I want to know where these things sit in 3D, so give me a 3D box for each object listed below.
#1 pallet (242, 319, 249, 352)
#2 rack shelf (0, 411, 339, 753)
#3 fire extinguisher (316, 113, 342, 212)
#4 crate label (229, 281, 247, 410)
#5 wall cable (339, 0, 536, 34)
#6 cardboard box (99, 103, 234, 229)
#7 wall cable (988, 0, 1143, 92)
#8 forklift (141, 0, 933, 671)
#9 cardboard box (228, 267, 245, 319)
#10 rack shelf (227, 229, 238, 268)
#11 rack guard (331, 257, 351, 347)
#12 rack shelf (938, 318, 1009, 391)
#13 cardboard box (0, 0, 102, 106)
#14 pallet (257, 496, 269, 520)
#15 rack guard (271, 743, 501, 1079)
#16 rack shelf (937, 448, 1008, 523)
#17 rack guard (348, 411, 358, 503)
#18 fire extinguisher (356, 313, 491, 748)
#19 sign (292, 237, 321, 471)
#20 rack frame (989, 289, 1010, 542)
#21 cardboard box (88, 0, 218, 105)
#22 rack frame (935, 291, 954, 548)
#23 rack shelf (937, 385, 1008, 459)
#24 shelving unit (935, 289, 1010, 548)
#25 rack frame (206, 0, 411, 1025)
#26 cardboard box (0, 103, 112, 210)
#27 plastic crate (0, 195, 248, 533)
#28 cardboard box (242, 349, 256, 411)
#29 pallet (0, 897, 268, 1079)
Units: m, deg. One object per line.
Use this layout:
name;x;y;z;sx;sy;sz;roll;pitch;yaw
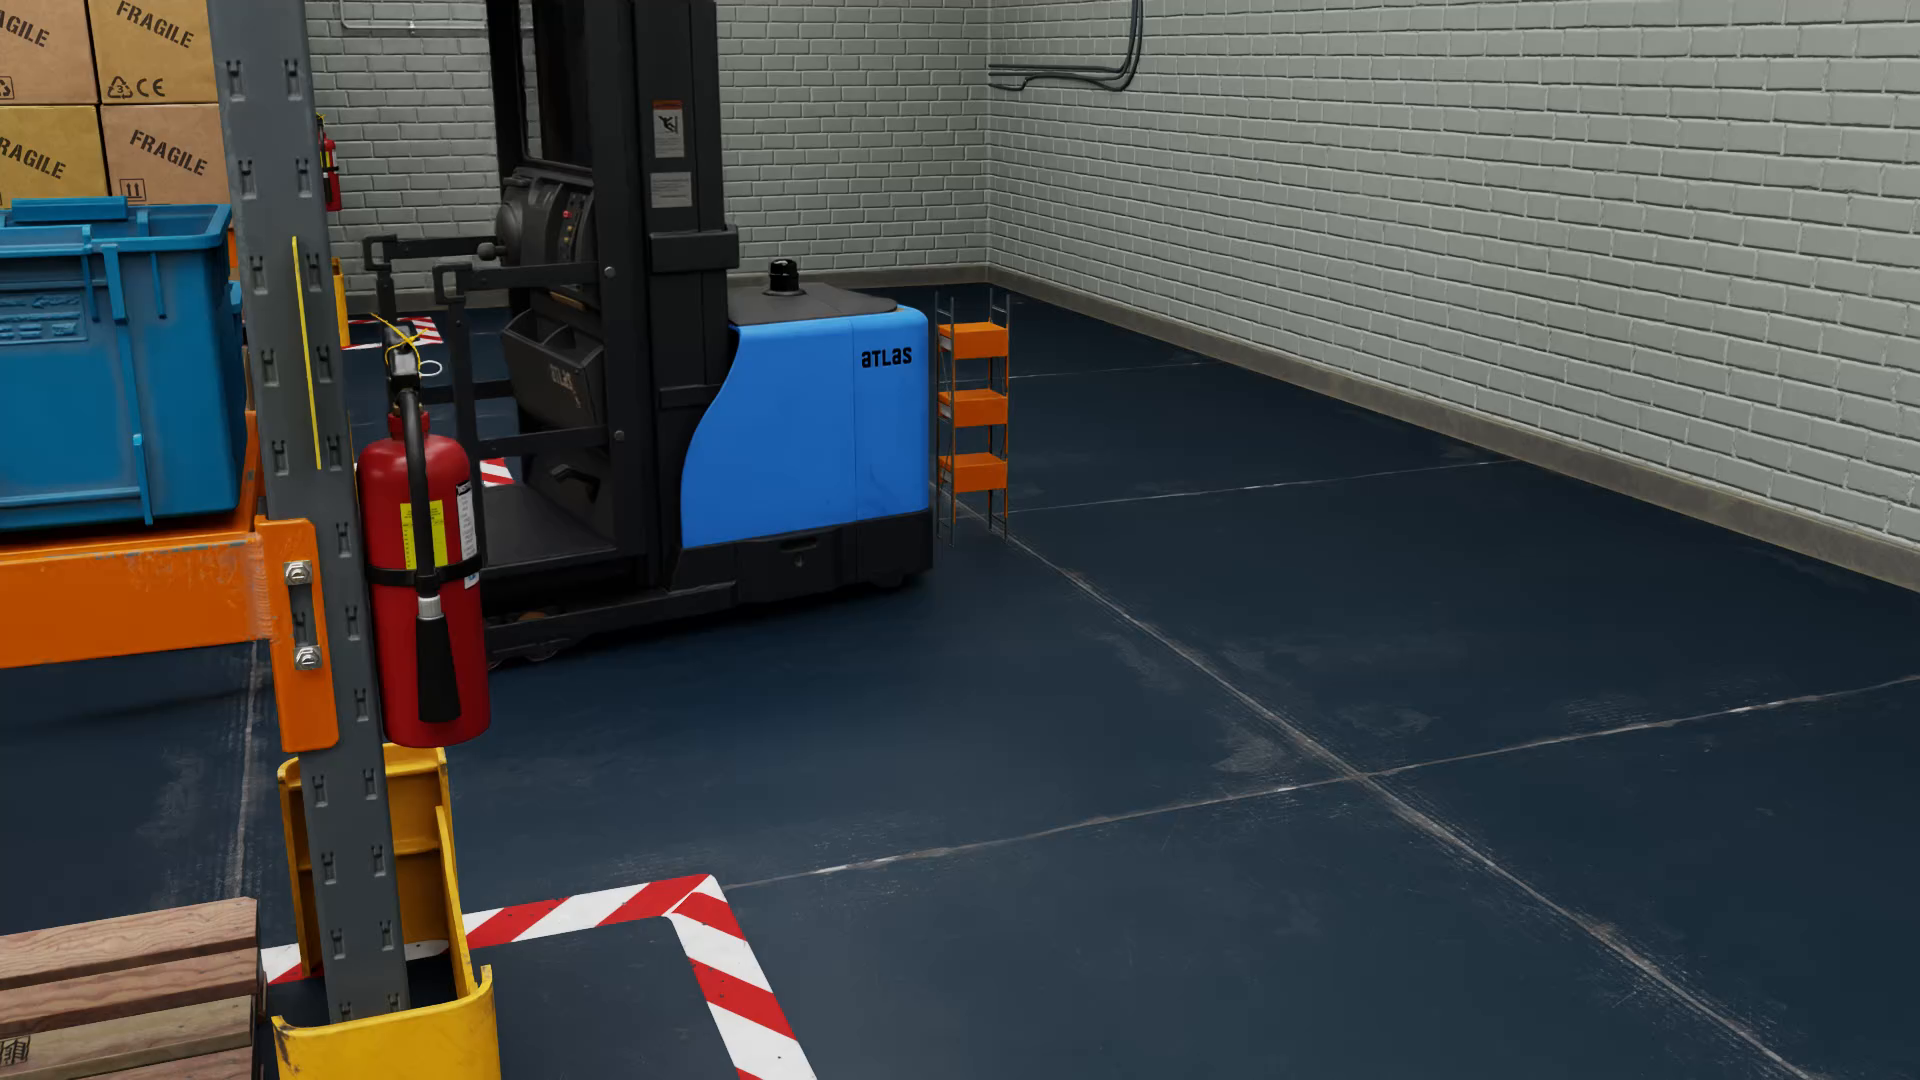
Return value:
pallet;-5.419;-1.501;11.836;1.213;0.211;1.003;-6;17;-20
rack shelf;-3.023;0.213;2.326;4.000;0.370;1.077;-6;17;-20
fire extinguisher;-4.394;-2.618;11.489;0.183;0.674;0.296;-6;17;-20
crate label;-1.503;-0.344;3.137;0.303;0.233;0.416;-6;17;-20
wall cable;-3.843;-3.806;12.932;1.851;1.984;0.084;-6;17;-20
cardboard box;-3.245;-1.569;6.939;0.500;0.500;0.500;-6;17;-18
wall cable;0.709;-4.805;13.002;0.112;2.526;3.097;-6;17;-20
forklift;-1.632;-1.134;5.757;3.031;2.935;1.130;-10;19;-30
cardboard box;-5.318;-1.846;11.751;0.500;0.500;0.700;-6;17;-20
rack shelf;-4.792;-1.091;6.765;4.000;0.370;1.077;-6;17;-20
rack guard;-4.678;-1.744;12.148;0.348;0.500;1.175;-6;17;-20
rack shelf;0.050;-0.771;6.892;0.240;0.259;0.215;-6;17;-20
cardboard box;-3.713;-1.997;6.622;0.500;0.500;0.500;-6;17;-19
pallet;-3.739;-0.211;7.443;1.213;0.211;1.003;-6;17;-20
rack guard;-1.137;0.860;3.284;0.348;0.500;1.175;-6;17;-20
rack shelf;0.050;-0.232;7.050;0.240;0.259;0.215;-6;17;-20
rack guard;-2.995;-0.430;7.677;0.348;0.500;1.175;-6;17;-20
fire extinguisher;-0.852;-0.013;2.619;0.183;0.674;0.296;-6;17;-20
sign;-0.943;-0.269;2.401;0.005;0.325;0.100;-6;17;-20
rack frame;0.164;-0.521;7.011;0.008;1.050;0.200;-6;17;-20
cardboard box;-3.241;-2.048;6.797;0.500;0.500;0.500;-6;18;-21
rack frame;-0.064;-0.497;6.927;0.008;1.050;0.200;-6;17;-20
rack shelf;0.050;-0.499;6.972;0.240;0.259;0.215;-6;17;-20
shelving unit;0.050;-0.509;6.969;0.252;1.050;0.215;-6;17;-20
rack frame;-1.155;-0.334;2.911;0.127;3.000;1.000;-6;17;-20
cardboard box;-3.728;-1.515;6.758;0.500;0.500;0.500;-6;17;-20
plastic crate;-1.401;-0.297;2.616;0.499;0.435;0.616;-6;17;-20
cardboard box;-3.344;-0.530;7.234;0.500;0.500;0.500;-6;17;-20
pallet;-1.939;1.077;3.056;1.213;0.211;1.003;-6;17;-20
